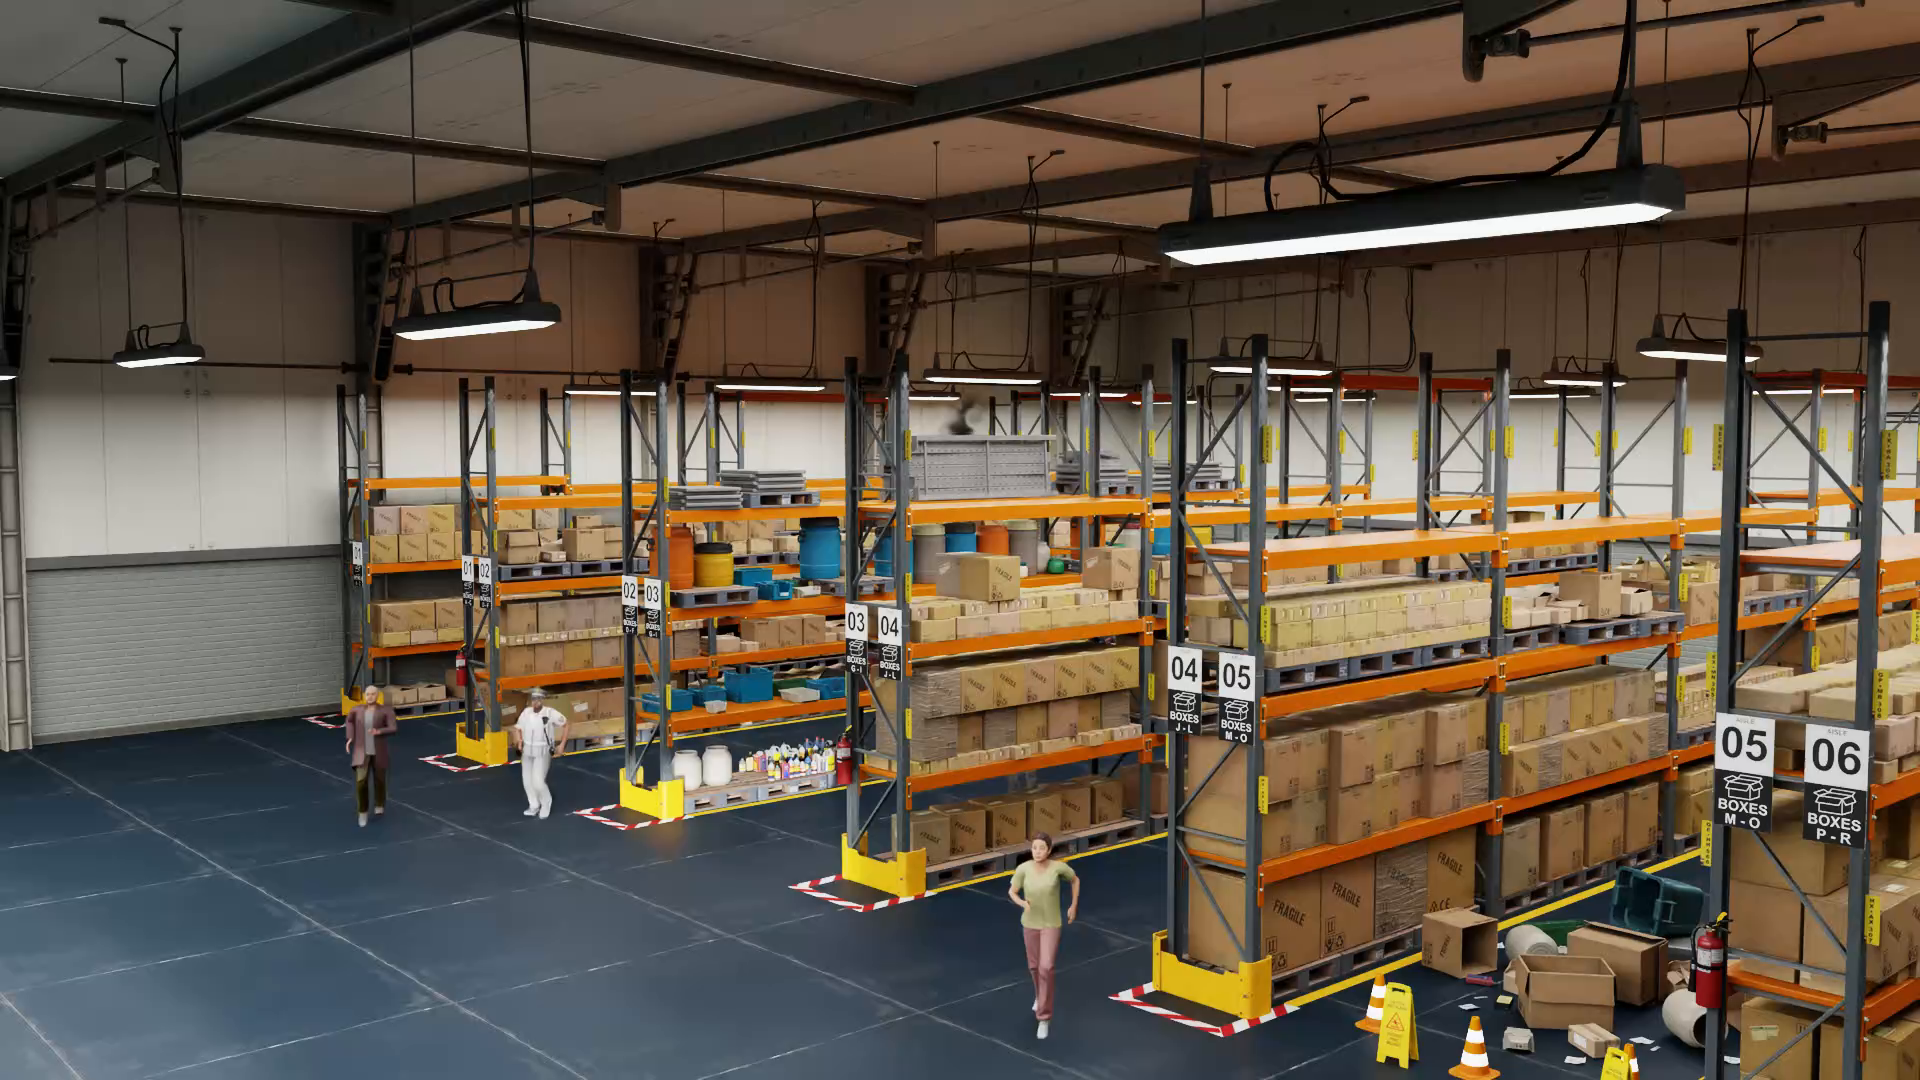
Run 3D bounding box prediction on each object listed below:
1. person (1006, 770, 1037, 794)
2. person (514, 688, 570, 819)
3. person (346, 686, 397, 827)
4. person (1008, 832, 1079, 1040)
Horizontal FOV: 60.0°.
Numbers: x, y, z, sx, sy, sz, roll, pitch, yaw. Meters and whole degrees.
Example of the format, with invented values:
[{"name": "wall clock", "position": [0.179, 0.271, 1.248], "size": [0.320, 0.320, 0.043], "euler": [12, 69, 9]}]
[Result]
[{"name": "person", "position": [0.832, 2.805, 23.516], "size": [0.583, 1.702, 0.661], "euler": [3, 5, 39]}, {"name": "person", "position": [-5.607, 2.853, 22.131], "size": [0.710, 1.797, 0.603], "euler": [1, 4, 10]}, {"name": "person", "position": [-7.772, 2.842, 21.959], "size": [0.674, 1.843, 0.820], "euler": [-1, 4, -15]}, {"name": "person", "position": [0.721, 3.387, 14.459], "size": [0.587, 1.736, 0.771], "euler": [1, 4, 15]}]
